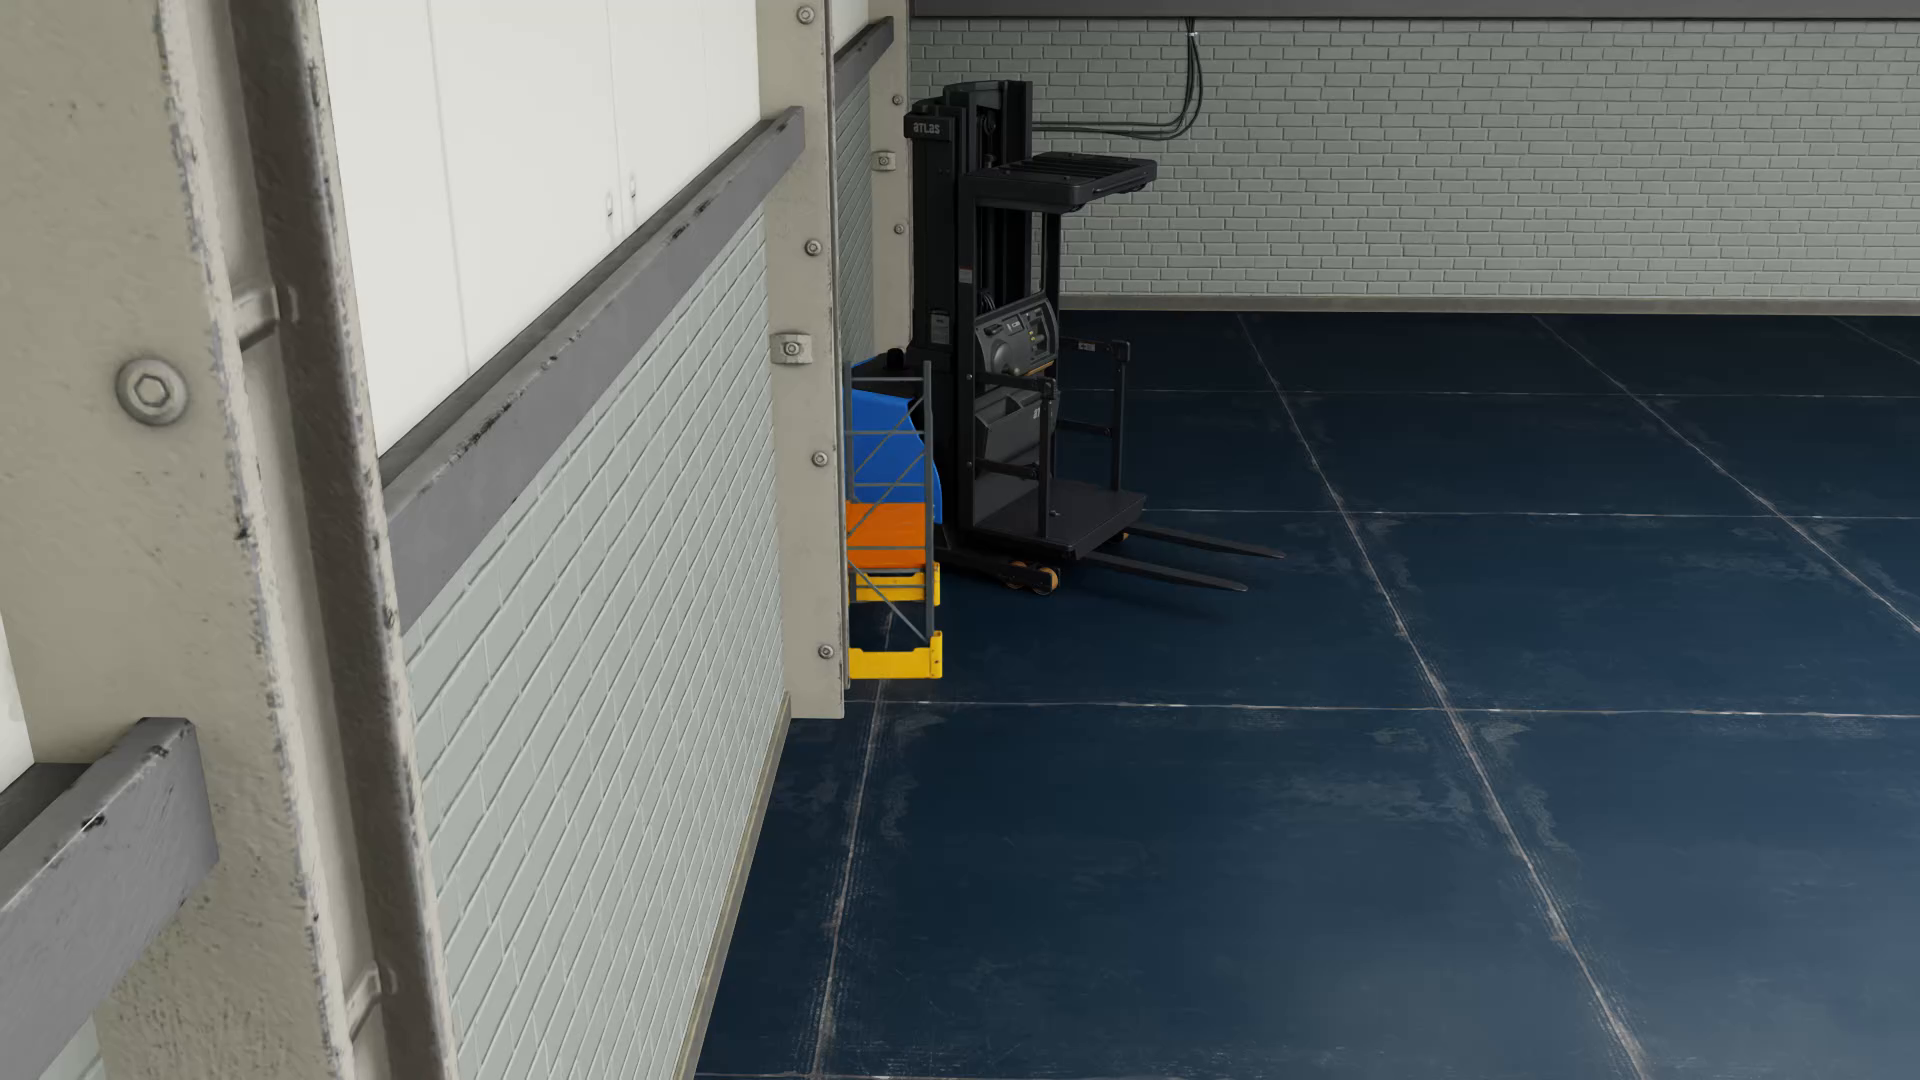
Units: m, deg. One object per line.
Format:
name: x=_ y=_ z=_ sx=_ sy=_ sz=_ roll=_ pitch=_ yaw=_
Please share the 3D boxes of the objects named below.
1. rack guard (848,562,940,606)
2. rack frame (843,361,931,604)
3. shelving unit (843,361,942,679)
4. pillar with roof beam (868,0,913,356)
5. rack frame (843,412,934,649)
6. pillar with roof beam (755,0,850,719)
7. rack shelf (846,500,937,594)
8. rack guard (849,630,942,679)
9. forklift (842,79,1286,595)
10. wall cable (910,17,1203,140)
rack guard: x=-0.416 y=0.268 z=9.993 sx=0.587 sy=0.250 sz=0.087 roll=-1 pitch=21 yaw=-1
rack frame: x=-0.416 y=-0.322 z=9.785 sx=0.500 sy=1.500 sz=0.032 roll=-1 pitch=21 yaw=-1
shelving unit: x=-0.404 y=-0.135 z=9.303 sx=0.587 sy=1.500 sz=1.083 roll=-1 pitch=21 yaw=-1
pillar with roof beam: x=3.730 y=-5.463 z=12.670 sx=9.100 sy=9.000 sz=0.400 roll=1 pitch=21 yaw=2
rack frame: x=-0.391 y=0.046 z=8.838 sx=0.500 sy=1.500 sz=0.032 roll=-1 pitch=21 yaw=-1
pillar with roof beam: x=3.548 y=-3.294 z=7.079 sx=9.100 sy=9.000 sz=0.400 roll=1 pitch=21 yaw=2
rack shelf: x=-0.404 y=0.030 z=9.377 sx=0.538 sy=0.185 sz=1.000 roll=-1 pitch=21 yaw=-1
rack guard: x=-0.391 y=0.628 z=9.065 sx=0.587 sy=0.250 sz=0.087 roll=-1 pitch=21 yaw=-1
forklift: x=0.533 y=-1.250 z=10.198 sx=3.031 sy=2.935 sz=1.130 roll=12 pitch=24 yaw=29
wall cable: x=0.839 y=-5.114 z=16.061 sx=3.097 sy=2.526 sz=0.112 roll=1 pitch=21 yaw=2
